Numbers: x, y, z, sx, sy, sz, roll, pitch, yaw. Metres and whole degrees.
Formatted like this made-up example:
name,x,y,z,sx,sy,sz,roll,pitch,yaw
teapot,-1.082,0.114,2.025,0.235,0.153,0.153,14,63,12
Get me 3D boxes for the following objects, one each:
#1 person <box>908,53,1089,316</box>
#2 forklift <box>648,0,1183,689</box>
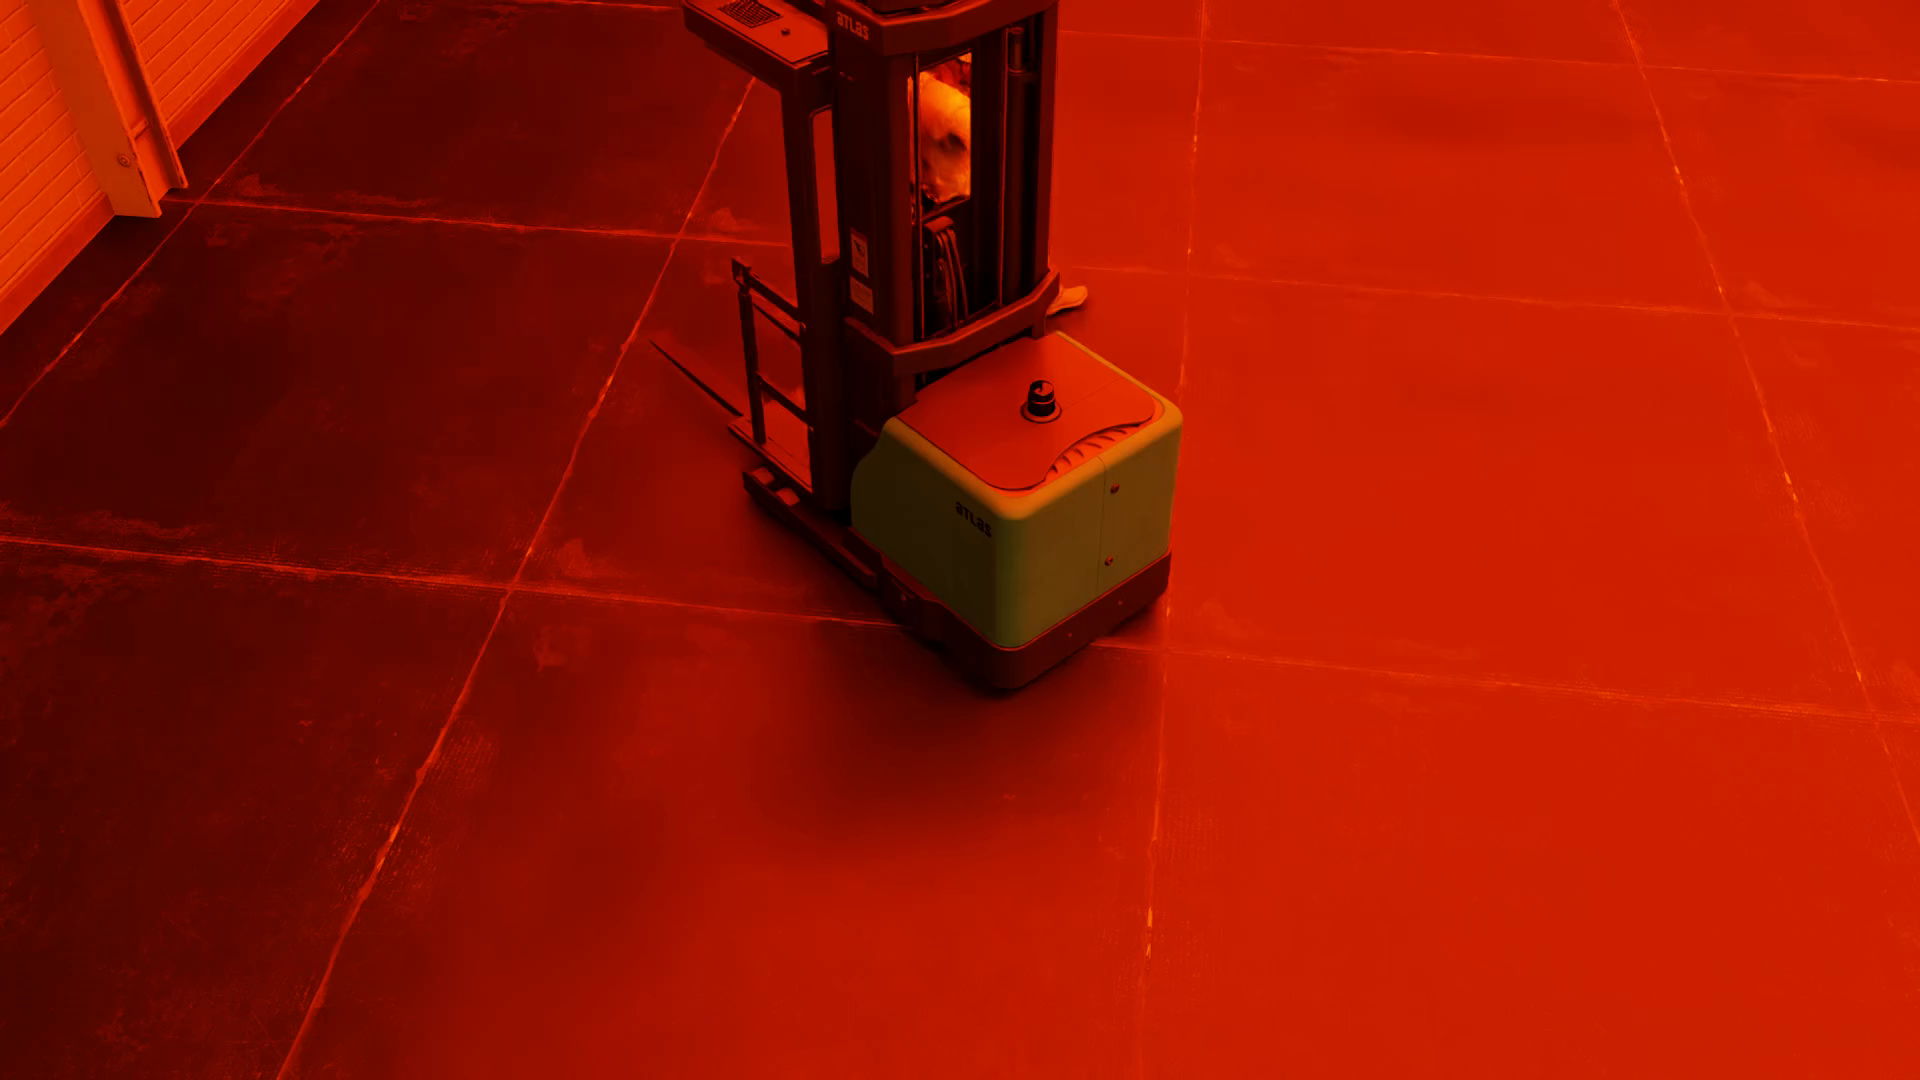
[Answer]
name,x,y,z,sx,sy,sz,roll,pitch,yaw
person,0.044,-2.012,8.939,0.996,1.606,1.065,-23,47,-23
forklift,-0.399,-1.367,7.213,1.130,2.935,3.031,-30,51,-29
